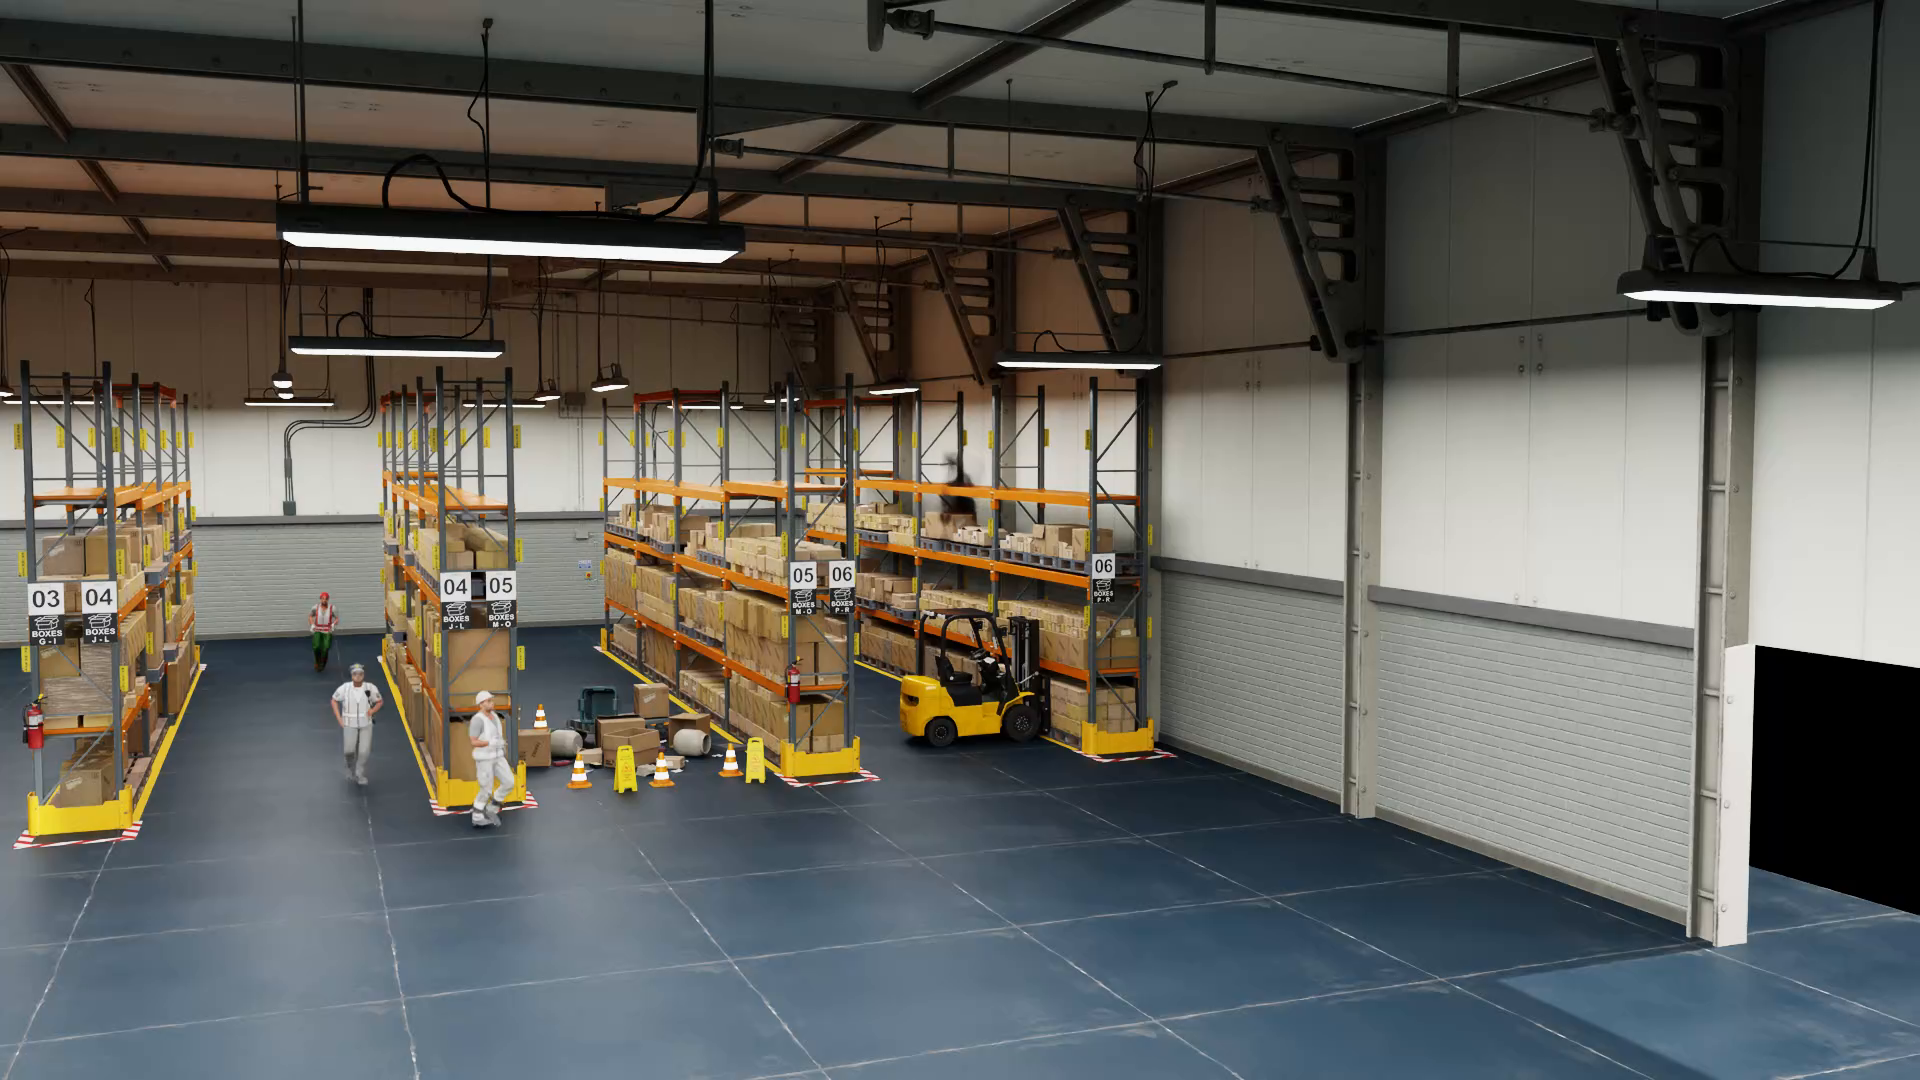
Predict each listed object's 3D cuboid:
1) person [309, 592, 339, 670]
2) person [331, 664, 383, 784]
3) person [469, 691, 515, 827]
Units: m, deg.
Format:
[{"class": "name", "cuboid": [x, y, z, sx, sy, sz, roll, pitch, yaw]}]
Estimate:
[{"class": "person", "cuboid": [-13.720, 1.987, 35.865, 0.626, 1.734, 0.637, -1, 4, -16]}, {"class": "person", "cuboid": [-8.732, 2.672, 24.131, 0.710, 1.757, 0.563, -1, 4, -22]}, {"class": "person", "cuboid": [-6.006, 2.827, 21.389, 0.637, 1.779, 0.635, 2, 4, 25]}]
